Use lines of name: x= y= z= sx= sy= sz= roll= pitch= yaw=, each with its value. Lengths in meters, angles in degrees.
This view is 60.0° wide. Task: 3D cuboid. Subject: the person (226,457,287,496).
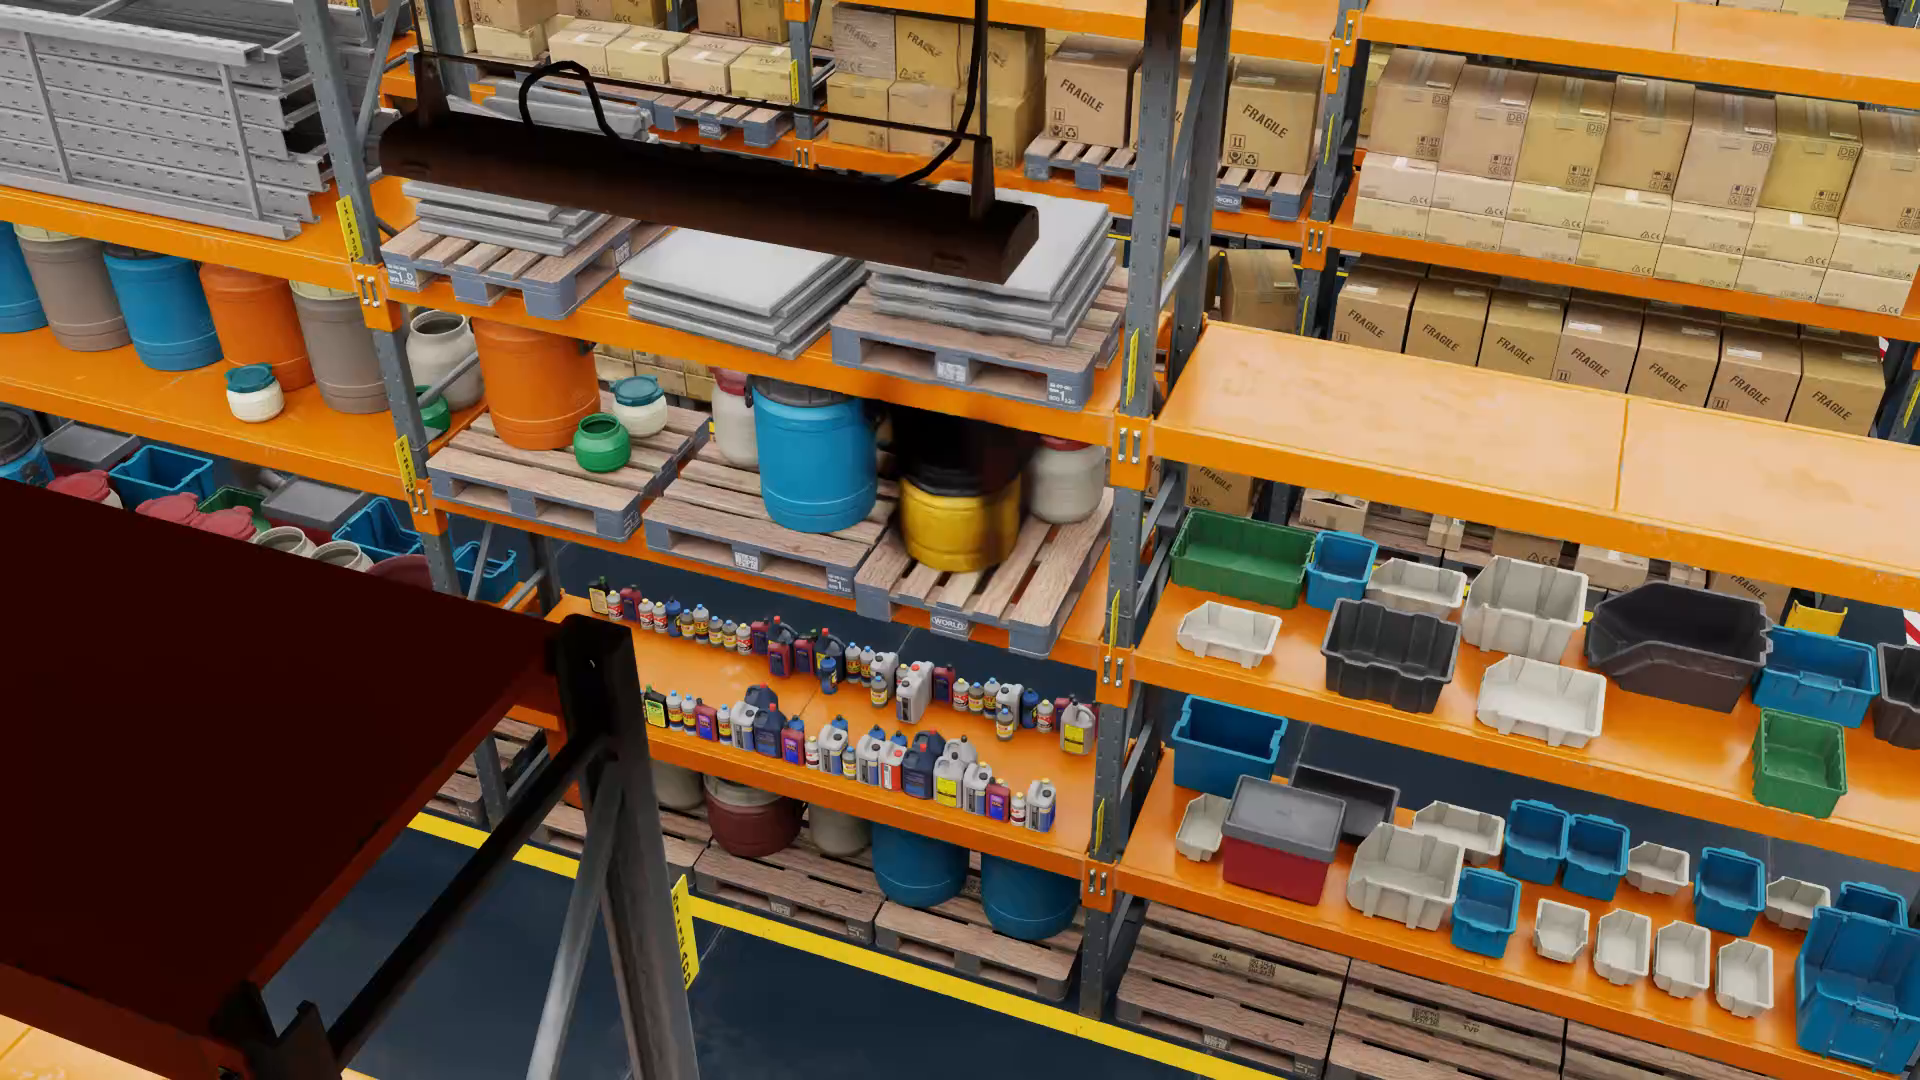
person: x=-5.622 y=-0.747 z=13.044 sx=0.561 sy=1.636 sz=0.592 roll=11 pitch=38 yaw=14

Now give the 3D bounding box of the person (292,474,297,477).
person: x=-4.846 y=-0.512 z=12.692 sx=0.767 sy=1.773 sz=0.670 roll=16 pitch=39 yaw=20
